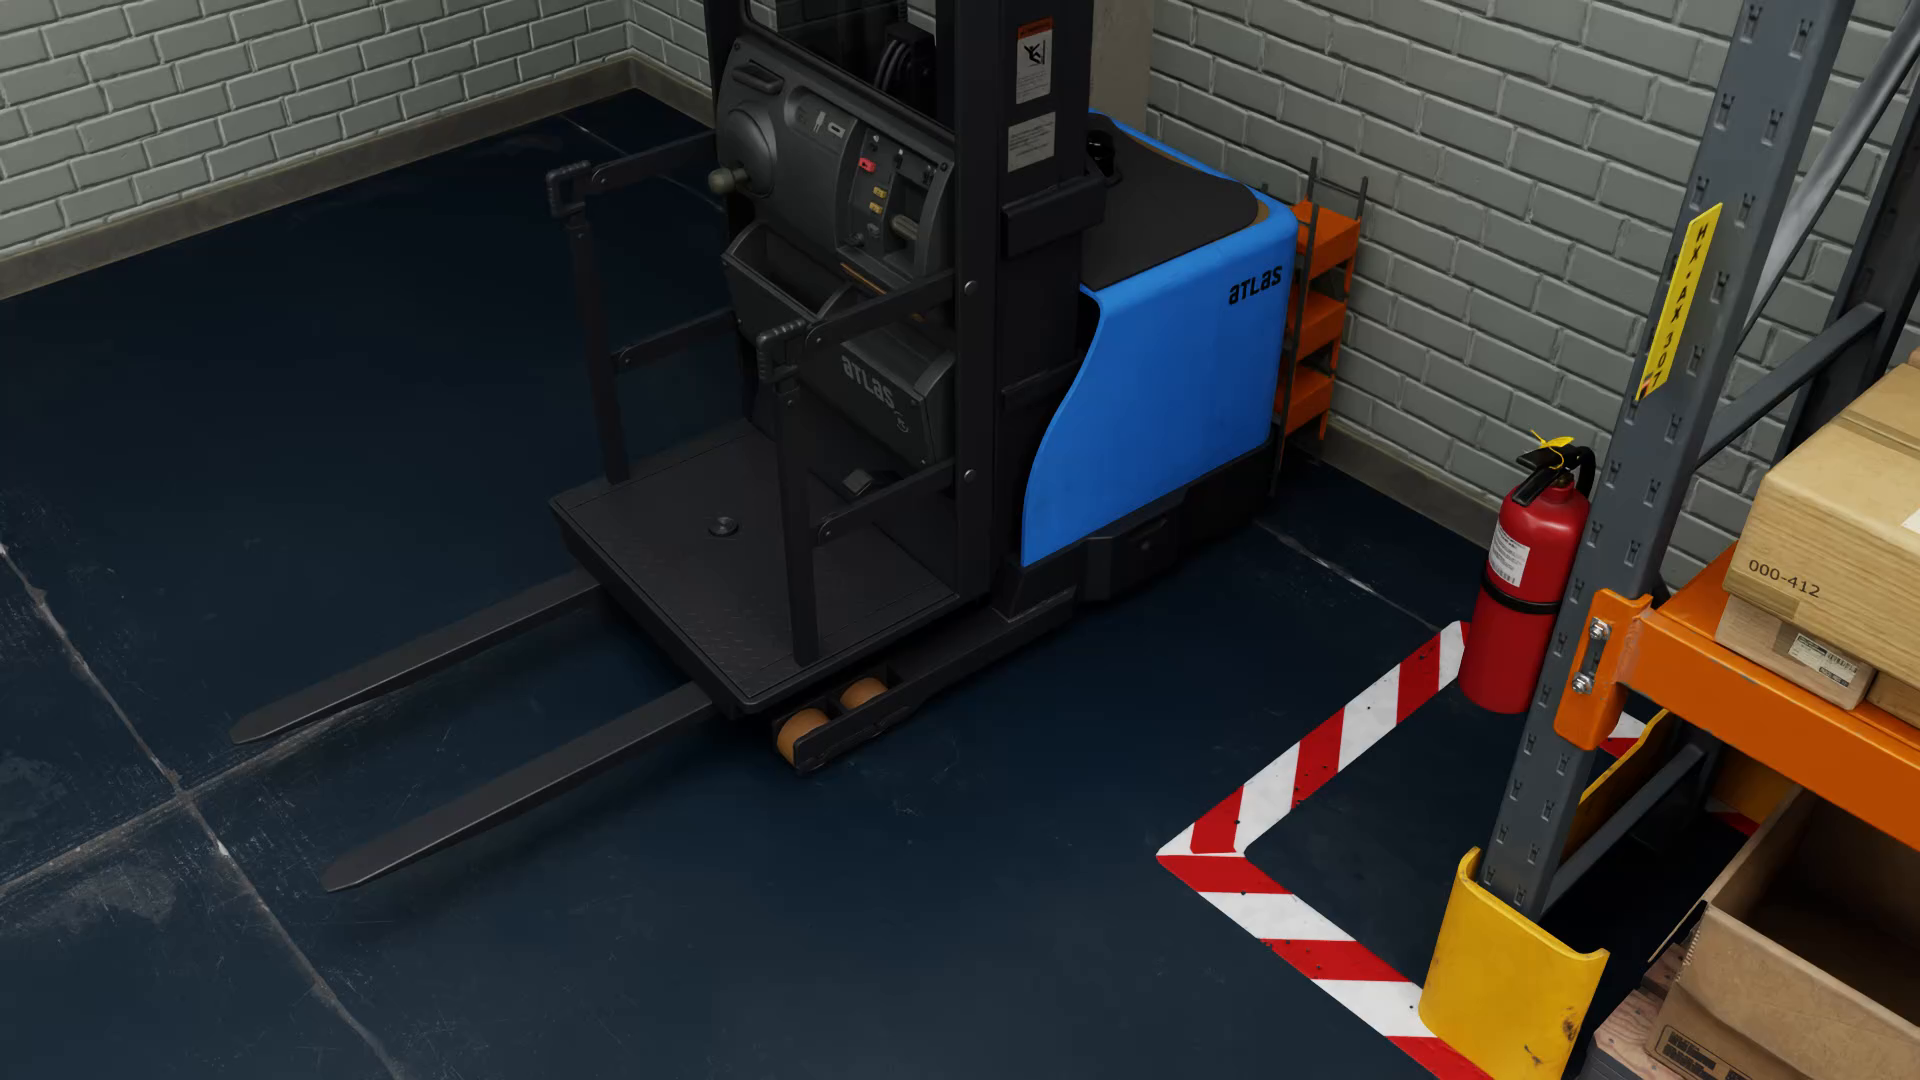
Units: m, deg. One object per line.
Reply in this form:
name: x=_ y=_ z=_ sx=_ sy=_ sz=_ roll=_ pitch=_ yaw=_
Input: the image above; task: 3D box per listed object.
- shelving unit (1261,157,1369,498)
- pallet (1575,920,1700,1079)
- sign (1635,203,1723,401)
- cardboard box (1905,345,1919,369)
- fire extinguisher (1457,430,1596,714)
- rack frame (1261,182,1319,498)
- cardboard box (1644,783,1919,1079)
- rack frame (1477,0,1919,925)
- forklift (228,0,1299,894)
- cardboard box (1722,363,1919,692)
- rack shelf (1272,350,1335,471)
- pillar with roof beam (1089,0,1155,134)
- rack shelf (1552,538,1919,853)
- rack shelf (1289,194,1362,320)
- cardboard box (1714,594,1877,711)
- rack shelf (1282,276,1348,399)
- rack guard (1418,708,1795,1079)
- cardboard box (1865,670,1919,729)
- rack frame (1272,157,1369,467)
shelving unit: x=1.043 y=-0.646 z=5.214 sx=0.252 sy=1.050 sz=0.215 roll=-32 pitch=48 yaw=-33
pallet: x=2.130 y=1.222 z=3.570 sx=1.003 sy=0.211 sz=1.213 roll=-30 pitch=48 yaw=-32
sign: x=1.139 y=-0.373 z=2.636 sx=0.100 sy=0.325 sz=0.005 roll=-30 pitch=48 yaw=-32
cardboard box: x=2.045 y=-0.224 z=3.023 sx=0.500 sy=0.250 sz=0.500 roll=-29 pitch=47 yaw=-31
fire extinguisher: x=1.099 y=0.036 z=3.176 sx=0.296 sy=0.674 sz=0.183 roll=-30 pitch=48 yaw=-32
rack frame: x=0.956 y=-0.593 z=5.147 sx=0.008 sy=1.050 sz=0.200 roll=-32 pitch=48 yaw=-33
cardboard box: x=1.883 y=0.864 z=3.445 sx=0.797 sy=0.503 sz=0.637 roll=-32 pitch=49 yaw=-33
rack frame: x=1.539 y=-0.267 z=3.193 sx=1.000 sy=3.000 sz=0.127 roll=-30 pitch=48 yaw=-32
forklift: x=-0.493 y=-0.897 z=4.027 sx=3.031 sy=2.935 sz=1.130 roll=-26 pitch=46 yaw=-29
cardboard box: x=1.647 y=0.000 z=2.745 sx=0.500 sy=0.250 sz=0.500 roll=-30 pitch=47 yaw=-32
rack shelf: x=1.042 y=-0.421 z=5.394 sx=0.240 sy=0.259 sz=0.215 roll=-32 pitch=48 yaw=-33
pillar with roof beam: x=-2.792 y=-2.402 z=1.063 sx=9.100 sy=9.000 sz=0.400 roll=-30 pitch=48 yaw=-32
rack shelf: x=2.891 y=0.938 z=2.273 sx=1.077 sy=0.370 sz=4.000 roll=-30 pitch=48 yaw=-32
rack shelf: x=1.044 y=-0.860 z=5.043 sx=0.240 sy=0.259 sz=0.215 roll=-32 pitch=48 yaw=-33
cardboard box: x=1.559 y=0.099 z=2.940 sx=0.380 sy=0.149 sz=0.250 roll=-30 pitch=48 yaw=-32
rack shelf: x=1.043 y=-0.638 z=5.220 sx=0.240 sy=0.259 sz=0.215 roll=-32 pitch=48 yaw=-33
rack guard: x=1.590 y=0.741 z=3.935 sx=1.175 sy=0.500 sz=0.348 roll=-30 pitch=48 yaw=-32
cardboard box: x=1.765 y=0.197 z=2.818 sx=0.380 sy=0.149 sz=0.250 roll=-29 pitch=47 yaw=-31
rack frame: x=1.130 y=-0.700 z=5.281 sx=0.008 sy=1.050 sz=0.200 roll=-32 pitch=48 yaw=-33
